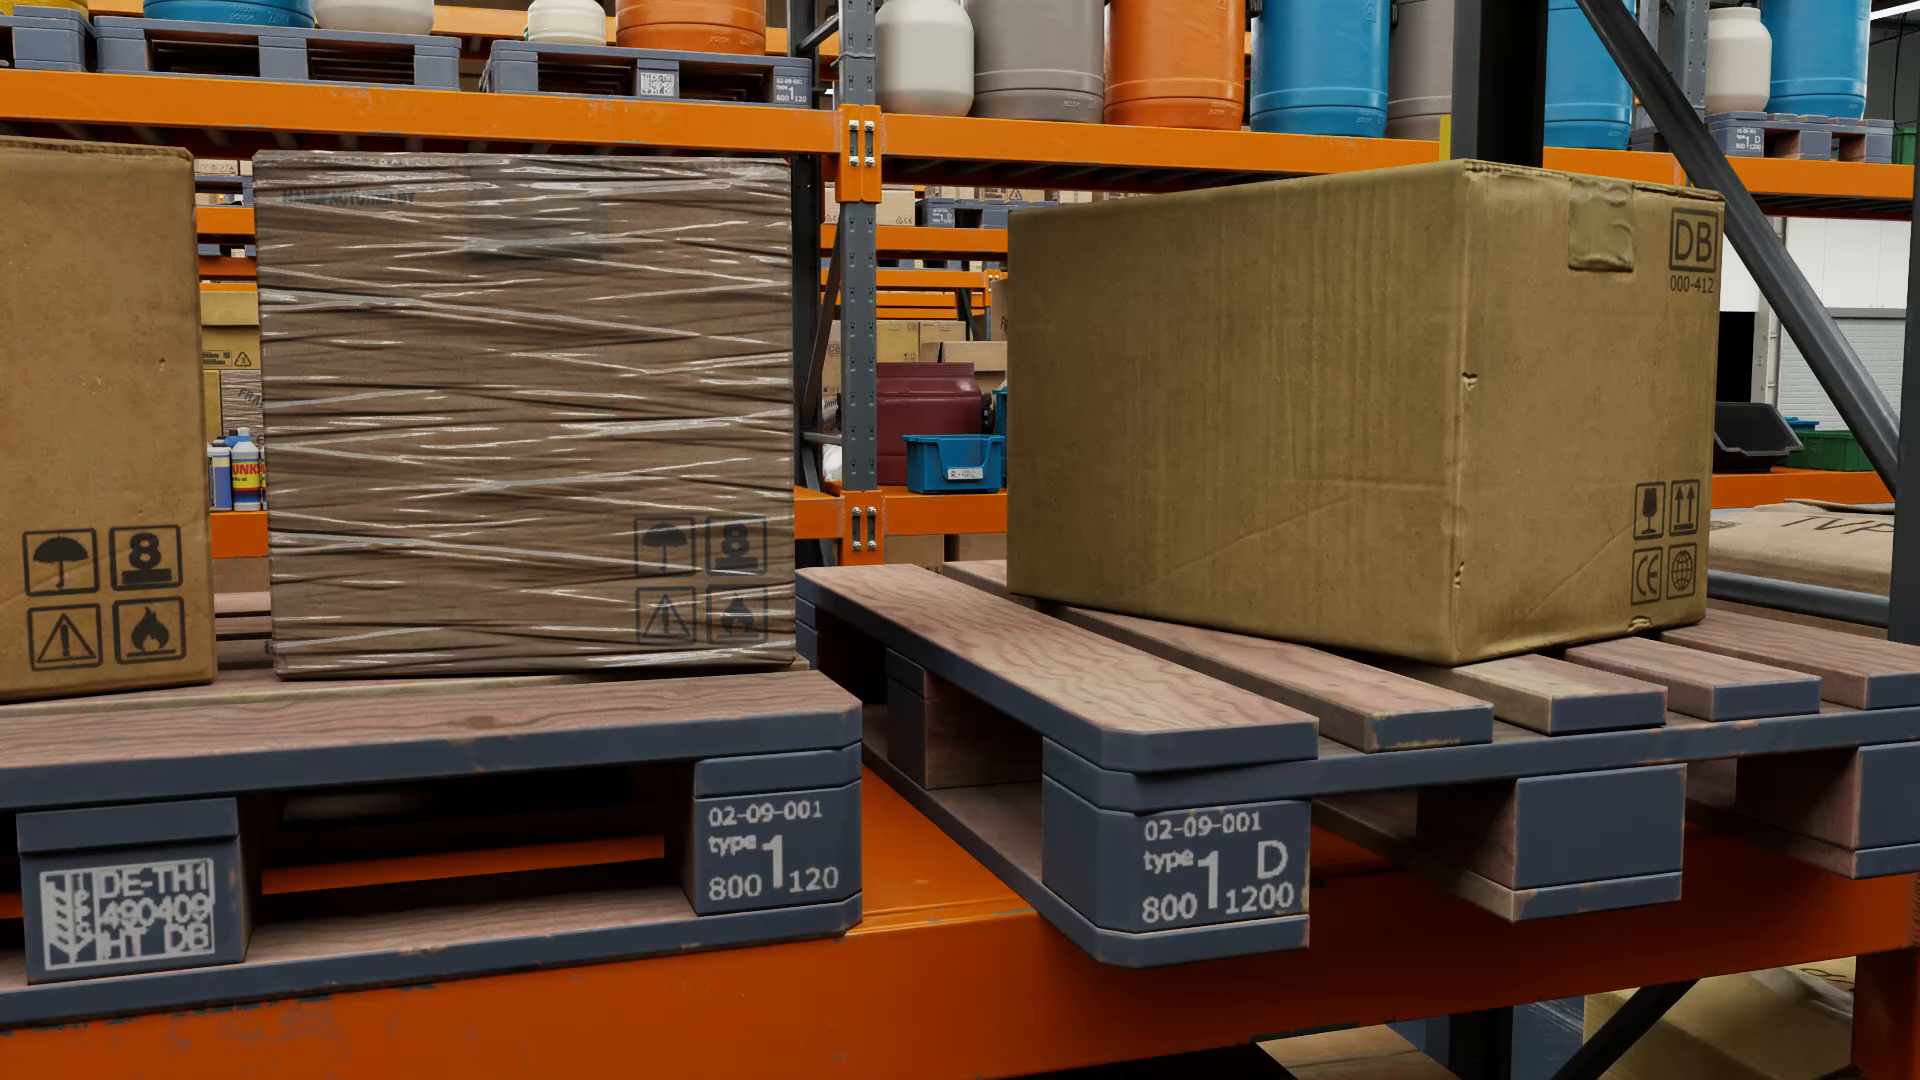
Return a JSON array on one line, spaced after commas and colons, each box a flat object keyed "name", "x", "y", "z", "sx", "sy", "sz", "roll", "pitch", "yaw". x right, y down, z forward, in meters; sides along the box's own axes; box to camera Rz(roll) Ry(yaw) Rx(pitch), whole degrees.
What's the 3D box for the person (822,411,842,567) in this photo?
[{"name": "person", "x": -0.738, "y": 0.055, "z": 9.365, "sx": 0.496, "sy": 1.611, "sz": 0.500, "roll": -2, "pitch": 6, "yaw": -17}]
